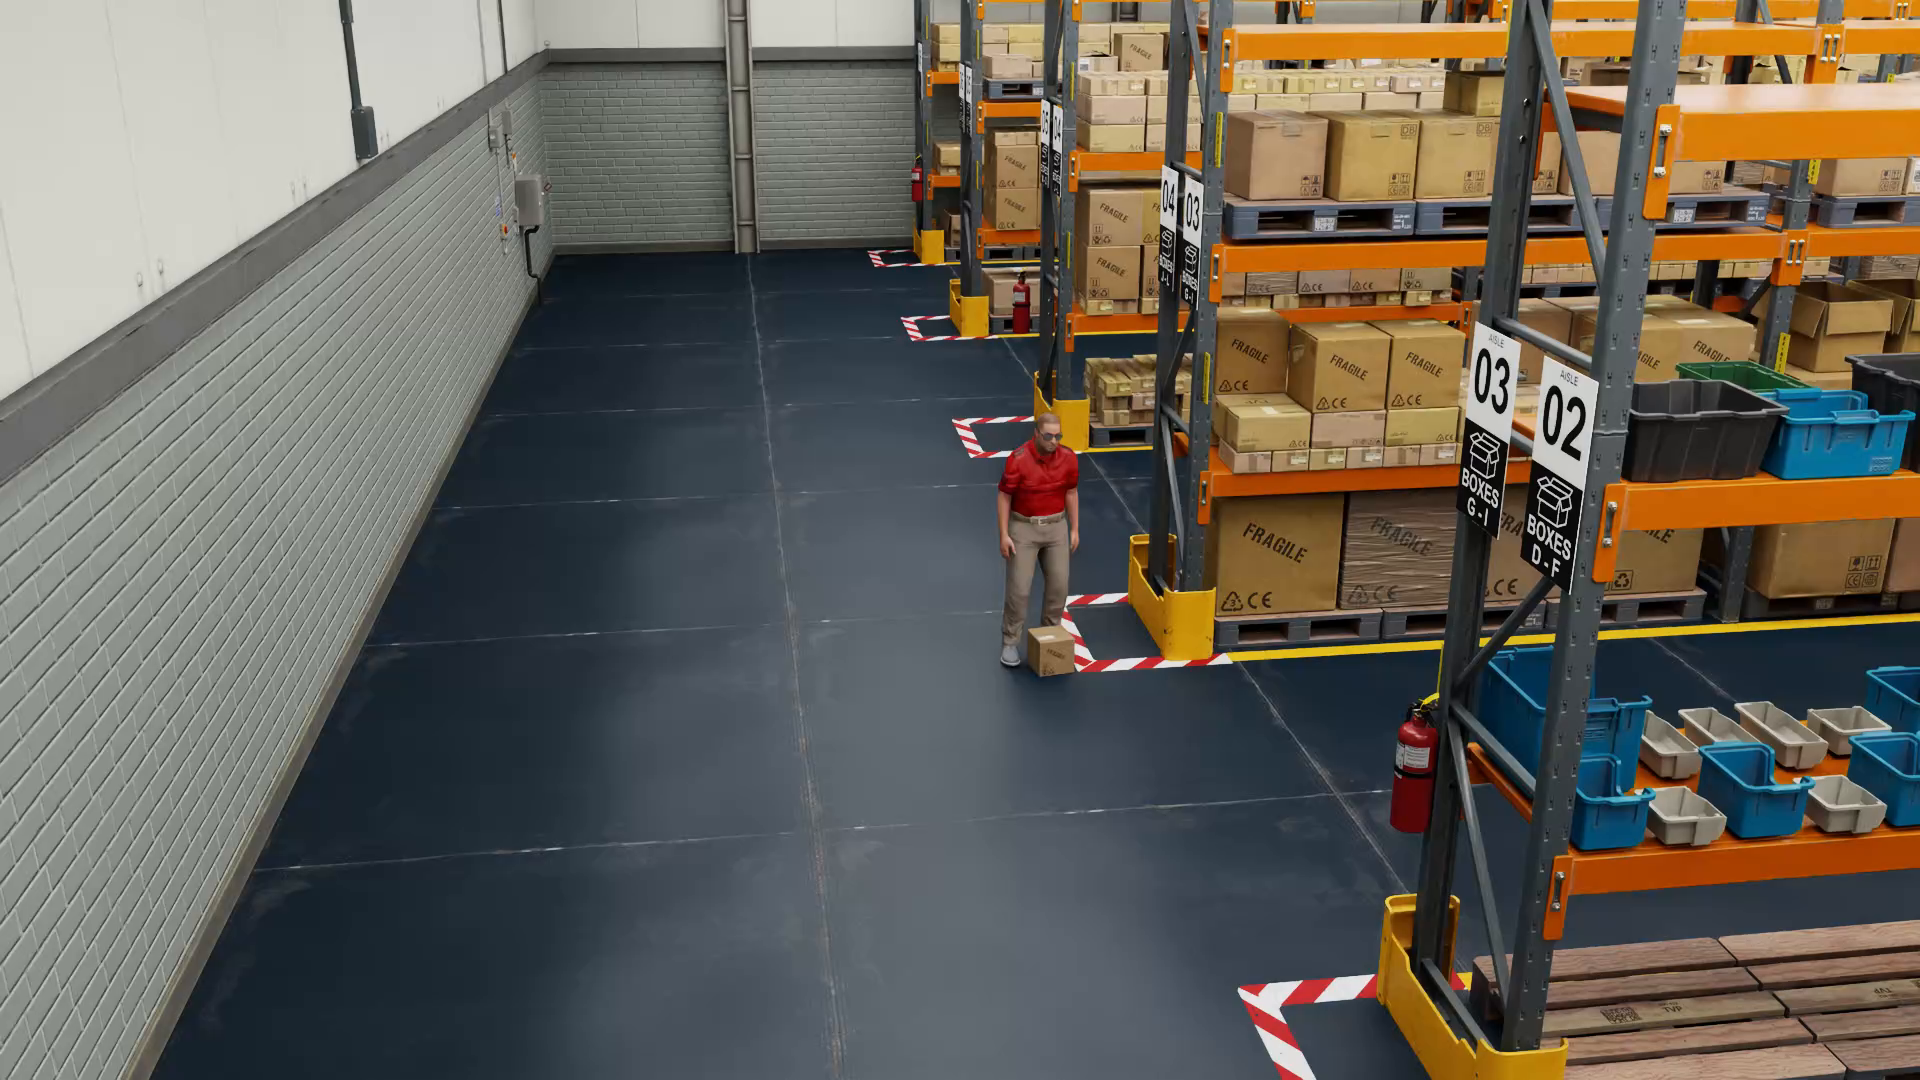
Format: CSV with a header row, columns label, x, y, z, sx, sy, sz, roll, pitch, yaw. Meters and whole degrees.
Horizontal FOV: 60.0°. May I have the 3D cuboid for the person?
label,x,y,z,sx,sy,sz,roll,pitch,yaw
person,0.534,-0.031,11.182,0.591,1.725,0.392,-6,21,-17
